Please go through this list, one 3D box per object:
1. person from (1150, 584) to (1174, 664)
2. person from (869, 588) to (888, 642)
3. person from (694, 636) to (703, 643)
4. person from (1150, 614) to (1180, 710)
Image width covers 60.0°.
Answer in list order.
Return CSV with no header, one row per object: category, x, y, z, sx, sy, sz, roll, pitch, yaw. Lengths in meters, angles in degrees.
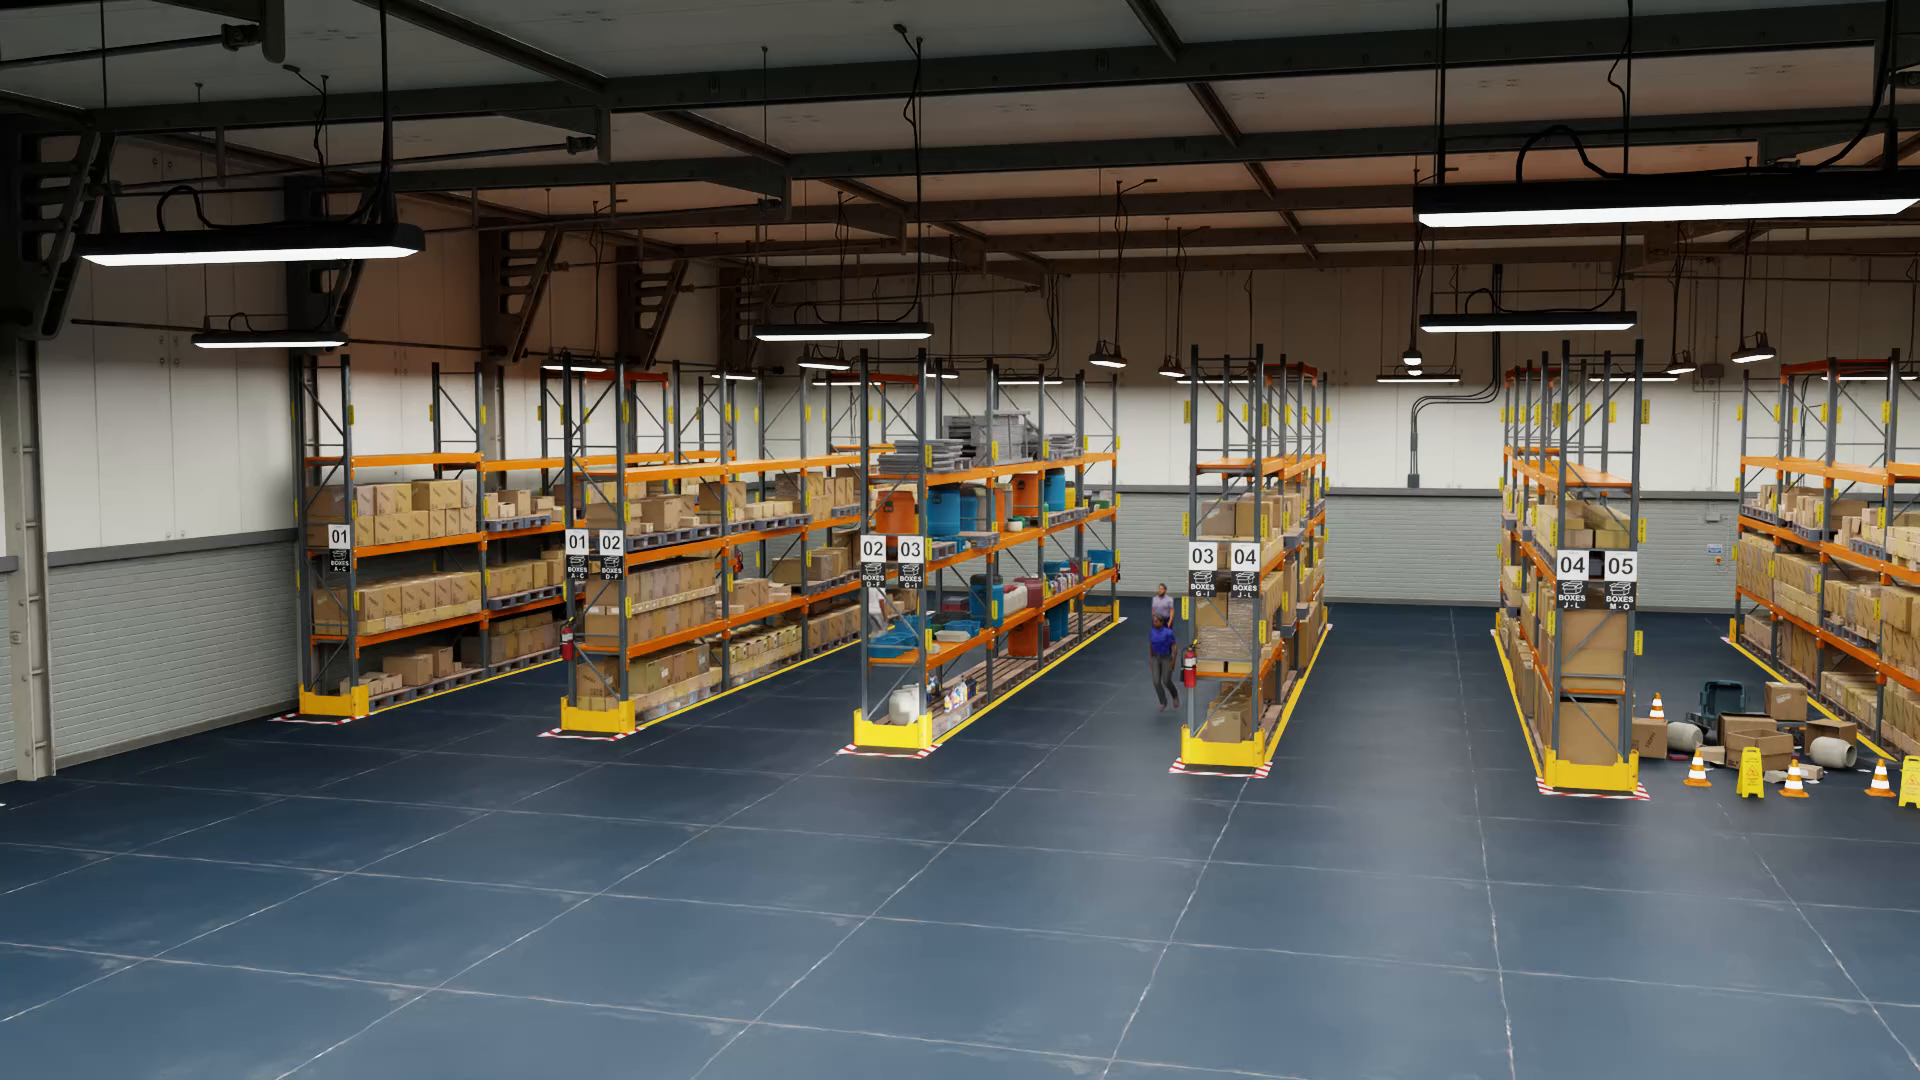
person,4.074,1.678,33.466,0.482,1.579,1.030,1,4,16
person,-1.770,1.528,34.653,0.484,1.769,0.607,-3,6,-39
person,-5.771,1.427,36.056,0.546,1.727,1.094,1,4,13
person,3.483,2.065,28.374,0.522,1.640,0.469,3,5,33
